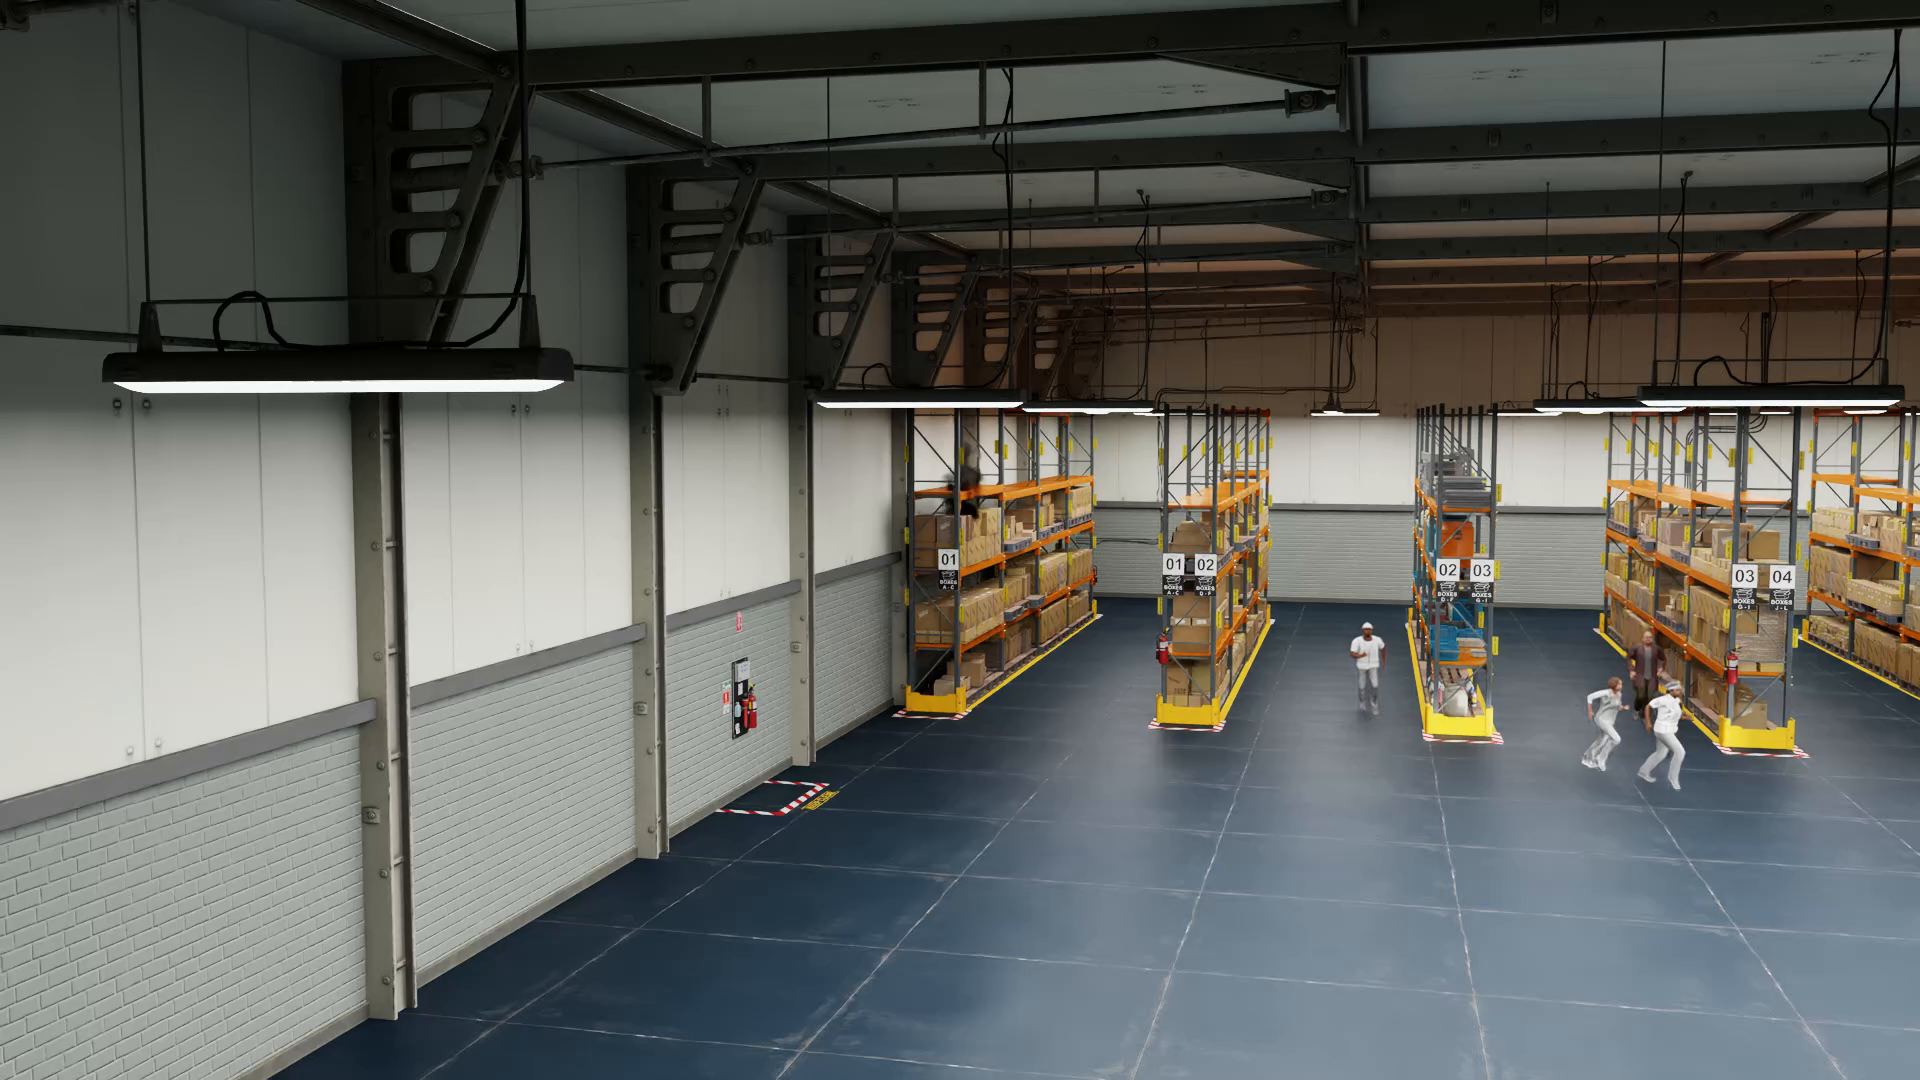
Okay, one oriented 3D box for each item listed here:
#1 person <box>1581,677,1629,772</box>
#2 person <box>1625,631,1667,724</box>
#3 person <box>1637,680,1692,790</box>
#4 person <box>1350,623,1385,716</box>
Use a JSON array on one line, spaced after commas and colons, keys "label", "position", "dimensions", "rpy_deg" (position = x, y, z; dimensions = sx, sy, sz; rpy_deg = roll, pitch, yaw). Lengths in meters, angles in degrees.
[{"label": "person", "position": [10.468, 2.976, 26.967], "dimensions": [0.520, 1.551, 0.785], "rpy_deg": [-4, 6, -43]}, {"label": "person", "position": [12.864, 2.570, 31.126], "dimensions": [0.722, 1.715, 0.569], "rpy_deg": [1, 4, 12]}, {"label": "person", "position": [10.936, 3.009, 25.817], "dimensions": [0.600, 1.716, 0.827], "rpy_deg": [-4, 6, -42]}, {"label": "person", "position": [7.906, 2.504, 32.217], "dimensions": [0.684, 1.816, 0.731], "rpy_deg": [1, 4, 9]}]
